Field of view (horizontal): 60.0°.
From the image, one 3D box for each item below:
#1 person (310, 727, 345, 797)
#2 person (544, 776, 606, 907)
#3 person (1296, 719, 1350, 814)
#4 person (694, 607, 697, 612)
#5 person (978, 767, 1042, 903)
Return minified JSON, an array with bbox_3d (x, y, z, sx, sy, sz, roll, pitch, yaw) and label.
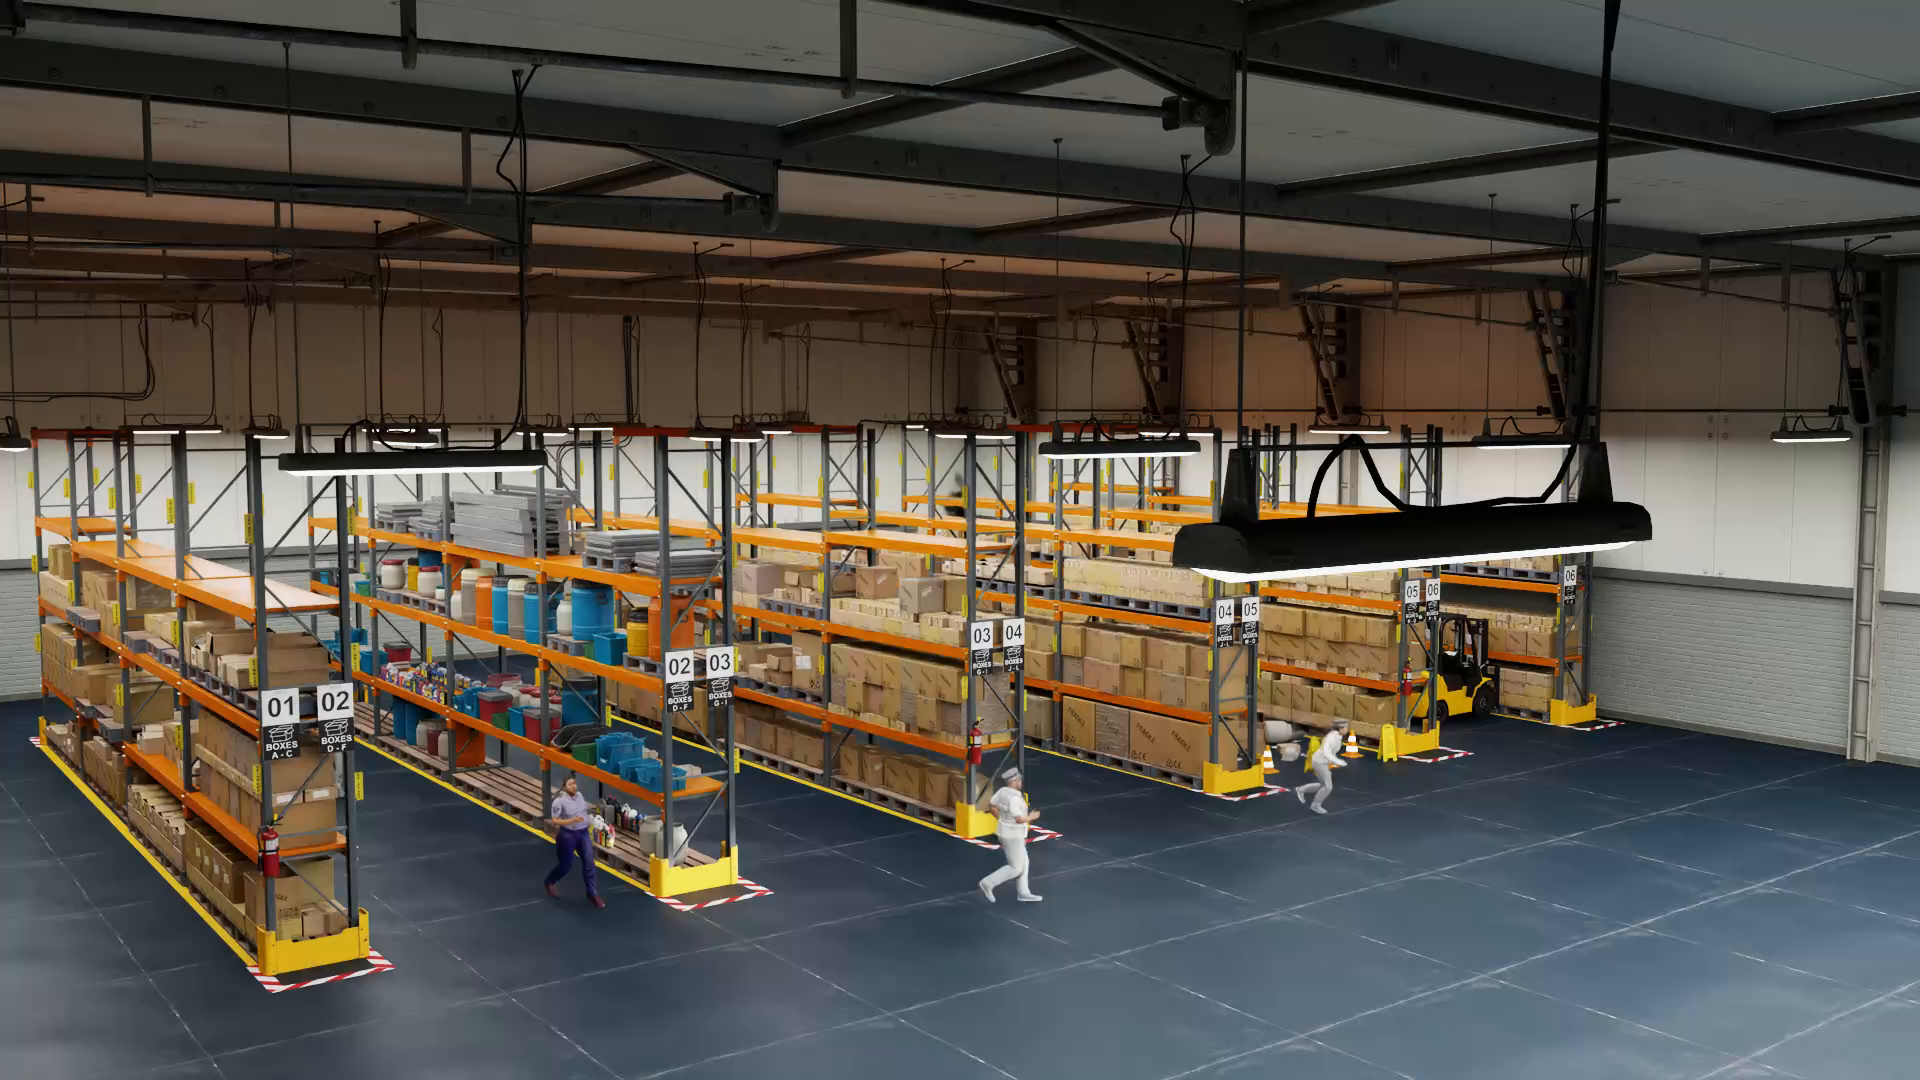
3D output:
[{"bbox_3d":[-10.403,3.372,27.398,0.841,1.667,0.607,4,6,41],"label":"person"},{"bbox_3d":[-4.940,3.840,21.326,0.992,1.613,0.611,4,6,44],"label":"person"},{"bbox_3d":[5.702,3.539,26.155,0.822,1.525,0.626,2,5,21],"label":"person"},{"bbox_3d":[-6.520,2.401,40.239,0.707,1.581,0.529,1,5,11],"label":"person"},{"bbox_3d":[0.634,3.772,21.213,0.879,1.761,0.678,-1,5,-16],"label":"person"}]
